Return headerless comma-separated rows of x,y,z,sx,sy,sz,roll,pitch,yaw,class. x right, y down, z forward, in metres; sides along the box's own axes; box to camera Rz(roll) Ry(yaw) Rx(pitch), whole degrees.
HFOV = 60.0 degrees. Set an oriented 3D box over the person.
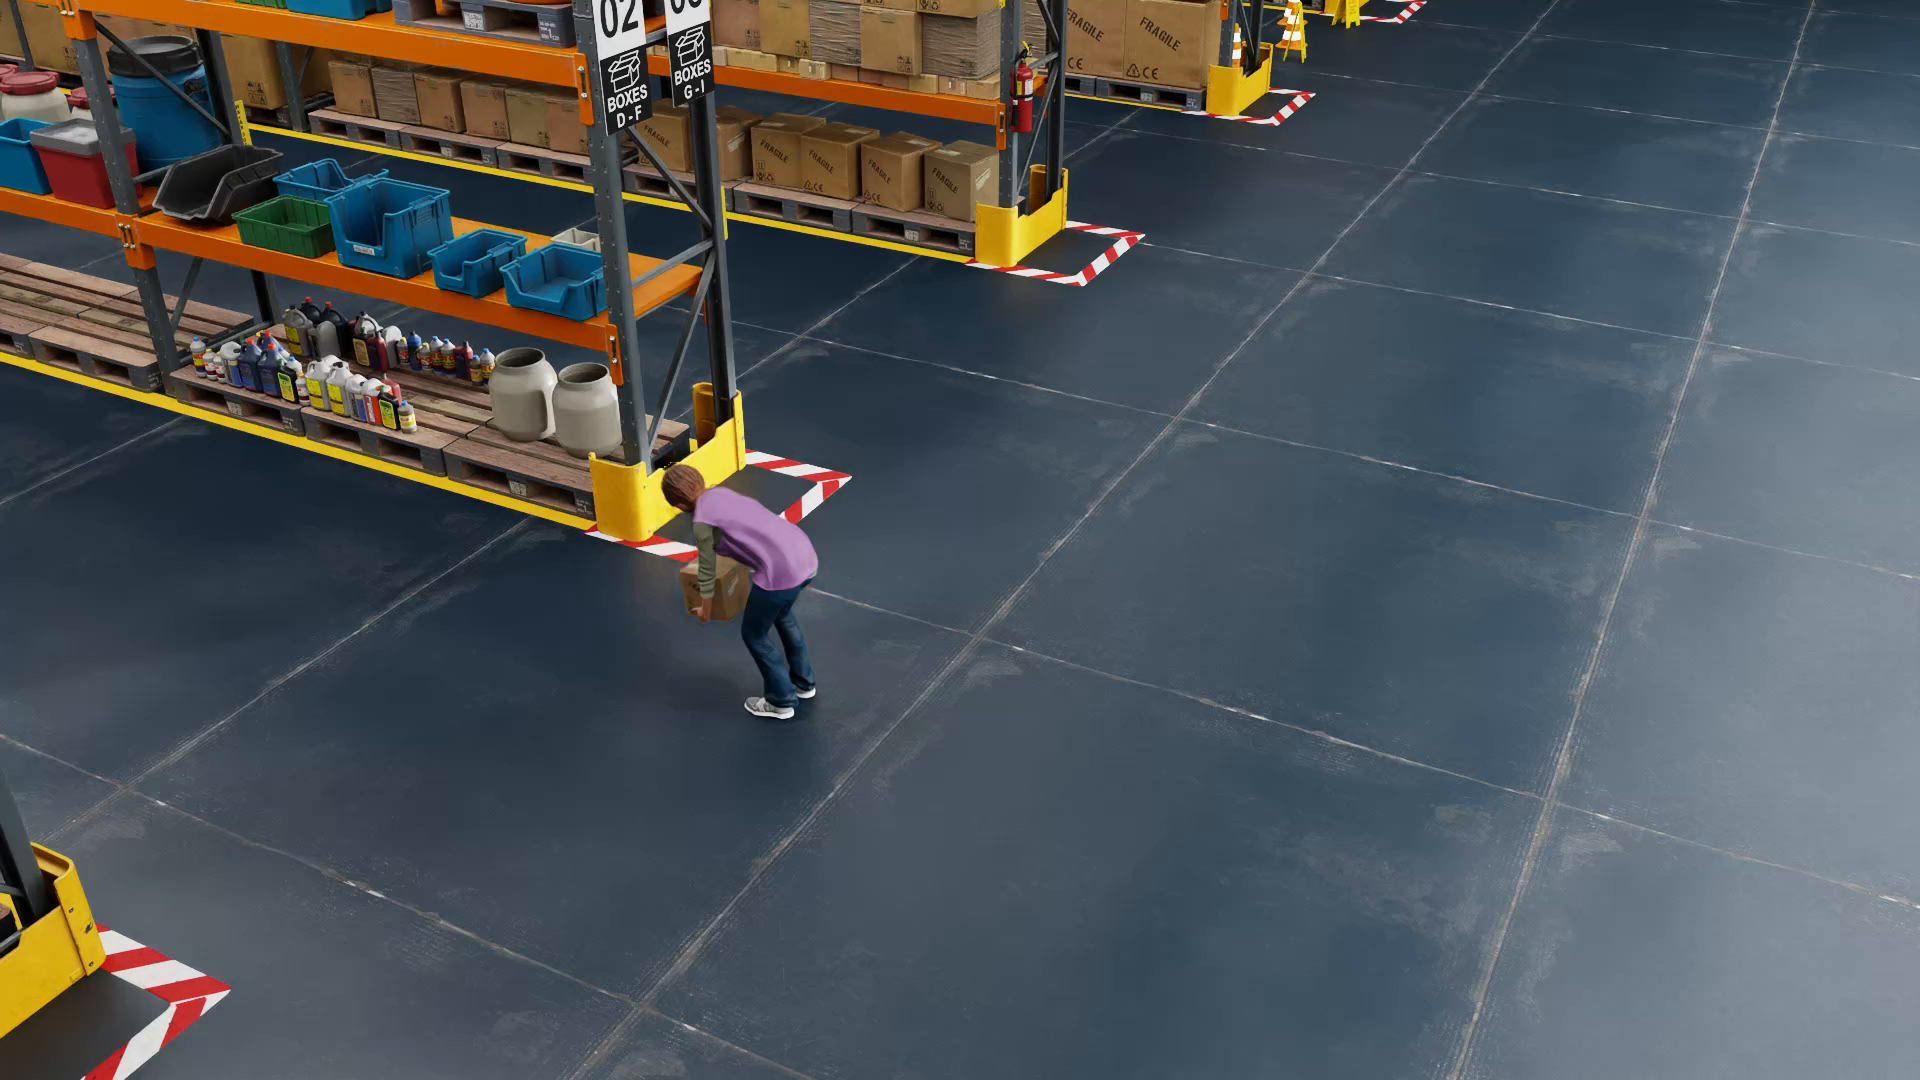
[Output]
-1.078,0.250,8.222,0.810,1.240,0.380,14,33,22,person
